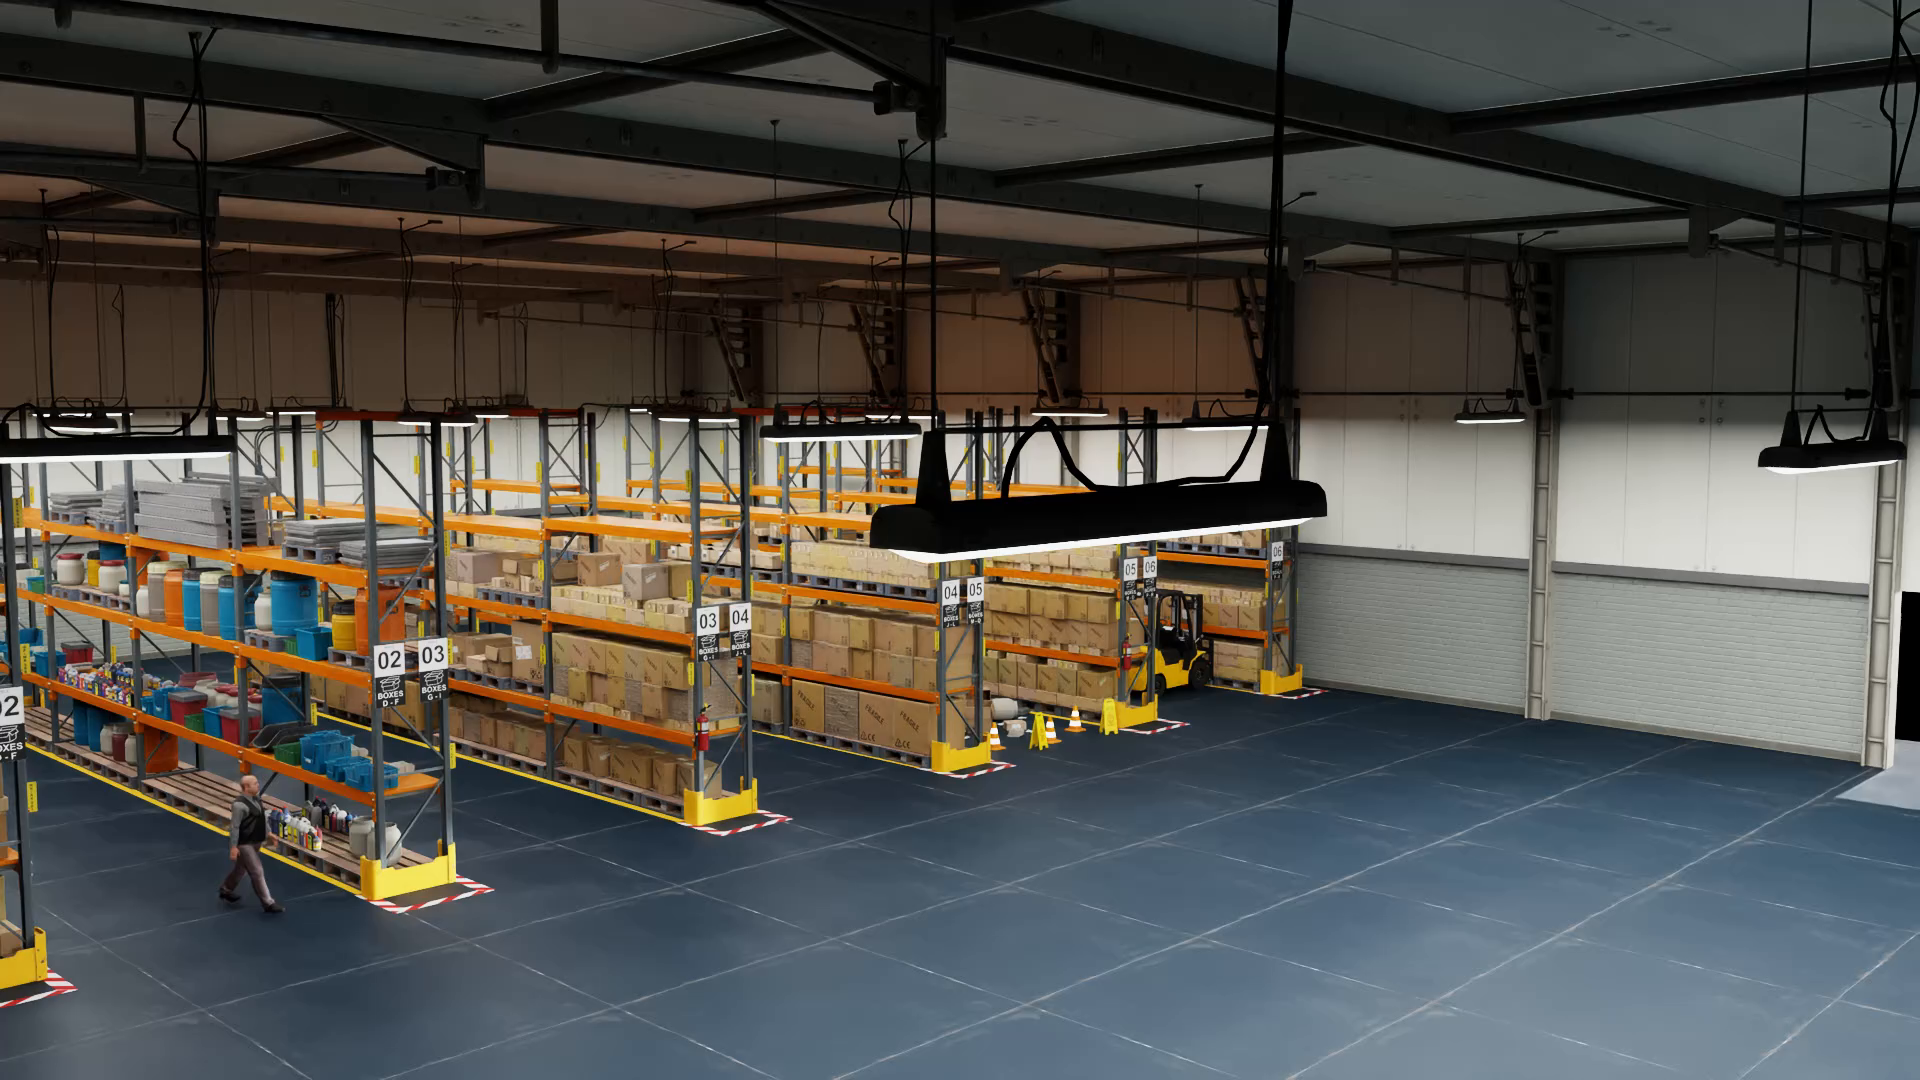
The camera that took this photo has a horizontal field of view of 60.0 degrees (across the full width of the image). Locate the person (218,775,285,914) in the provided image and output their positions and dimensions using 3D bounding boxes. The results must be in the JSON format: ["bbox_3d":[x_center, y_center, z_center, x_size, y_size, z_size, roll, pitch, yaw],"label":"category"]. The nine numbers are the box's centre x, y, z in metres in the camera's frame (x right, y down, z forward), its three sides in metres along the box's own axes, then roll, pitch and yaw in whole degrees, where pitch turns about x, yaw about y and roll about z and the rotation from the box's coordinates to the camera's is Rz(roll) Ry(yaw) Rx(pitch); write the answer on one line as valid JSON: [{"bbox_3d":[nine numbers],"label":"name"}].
[{"bbox_3d":[-8.662,3.685,20.290,1.110,1.658,0.611,1,5,16],"label":"person"}]

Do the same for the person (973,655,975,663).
[{"bbox_3d":[0.209,2.064,38.116,0.467,1.791,0.602,2,5,17],"label":"person"}]
